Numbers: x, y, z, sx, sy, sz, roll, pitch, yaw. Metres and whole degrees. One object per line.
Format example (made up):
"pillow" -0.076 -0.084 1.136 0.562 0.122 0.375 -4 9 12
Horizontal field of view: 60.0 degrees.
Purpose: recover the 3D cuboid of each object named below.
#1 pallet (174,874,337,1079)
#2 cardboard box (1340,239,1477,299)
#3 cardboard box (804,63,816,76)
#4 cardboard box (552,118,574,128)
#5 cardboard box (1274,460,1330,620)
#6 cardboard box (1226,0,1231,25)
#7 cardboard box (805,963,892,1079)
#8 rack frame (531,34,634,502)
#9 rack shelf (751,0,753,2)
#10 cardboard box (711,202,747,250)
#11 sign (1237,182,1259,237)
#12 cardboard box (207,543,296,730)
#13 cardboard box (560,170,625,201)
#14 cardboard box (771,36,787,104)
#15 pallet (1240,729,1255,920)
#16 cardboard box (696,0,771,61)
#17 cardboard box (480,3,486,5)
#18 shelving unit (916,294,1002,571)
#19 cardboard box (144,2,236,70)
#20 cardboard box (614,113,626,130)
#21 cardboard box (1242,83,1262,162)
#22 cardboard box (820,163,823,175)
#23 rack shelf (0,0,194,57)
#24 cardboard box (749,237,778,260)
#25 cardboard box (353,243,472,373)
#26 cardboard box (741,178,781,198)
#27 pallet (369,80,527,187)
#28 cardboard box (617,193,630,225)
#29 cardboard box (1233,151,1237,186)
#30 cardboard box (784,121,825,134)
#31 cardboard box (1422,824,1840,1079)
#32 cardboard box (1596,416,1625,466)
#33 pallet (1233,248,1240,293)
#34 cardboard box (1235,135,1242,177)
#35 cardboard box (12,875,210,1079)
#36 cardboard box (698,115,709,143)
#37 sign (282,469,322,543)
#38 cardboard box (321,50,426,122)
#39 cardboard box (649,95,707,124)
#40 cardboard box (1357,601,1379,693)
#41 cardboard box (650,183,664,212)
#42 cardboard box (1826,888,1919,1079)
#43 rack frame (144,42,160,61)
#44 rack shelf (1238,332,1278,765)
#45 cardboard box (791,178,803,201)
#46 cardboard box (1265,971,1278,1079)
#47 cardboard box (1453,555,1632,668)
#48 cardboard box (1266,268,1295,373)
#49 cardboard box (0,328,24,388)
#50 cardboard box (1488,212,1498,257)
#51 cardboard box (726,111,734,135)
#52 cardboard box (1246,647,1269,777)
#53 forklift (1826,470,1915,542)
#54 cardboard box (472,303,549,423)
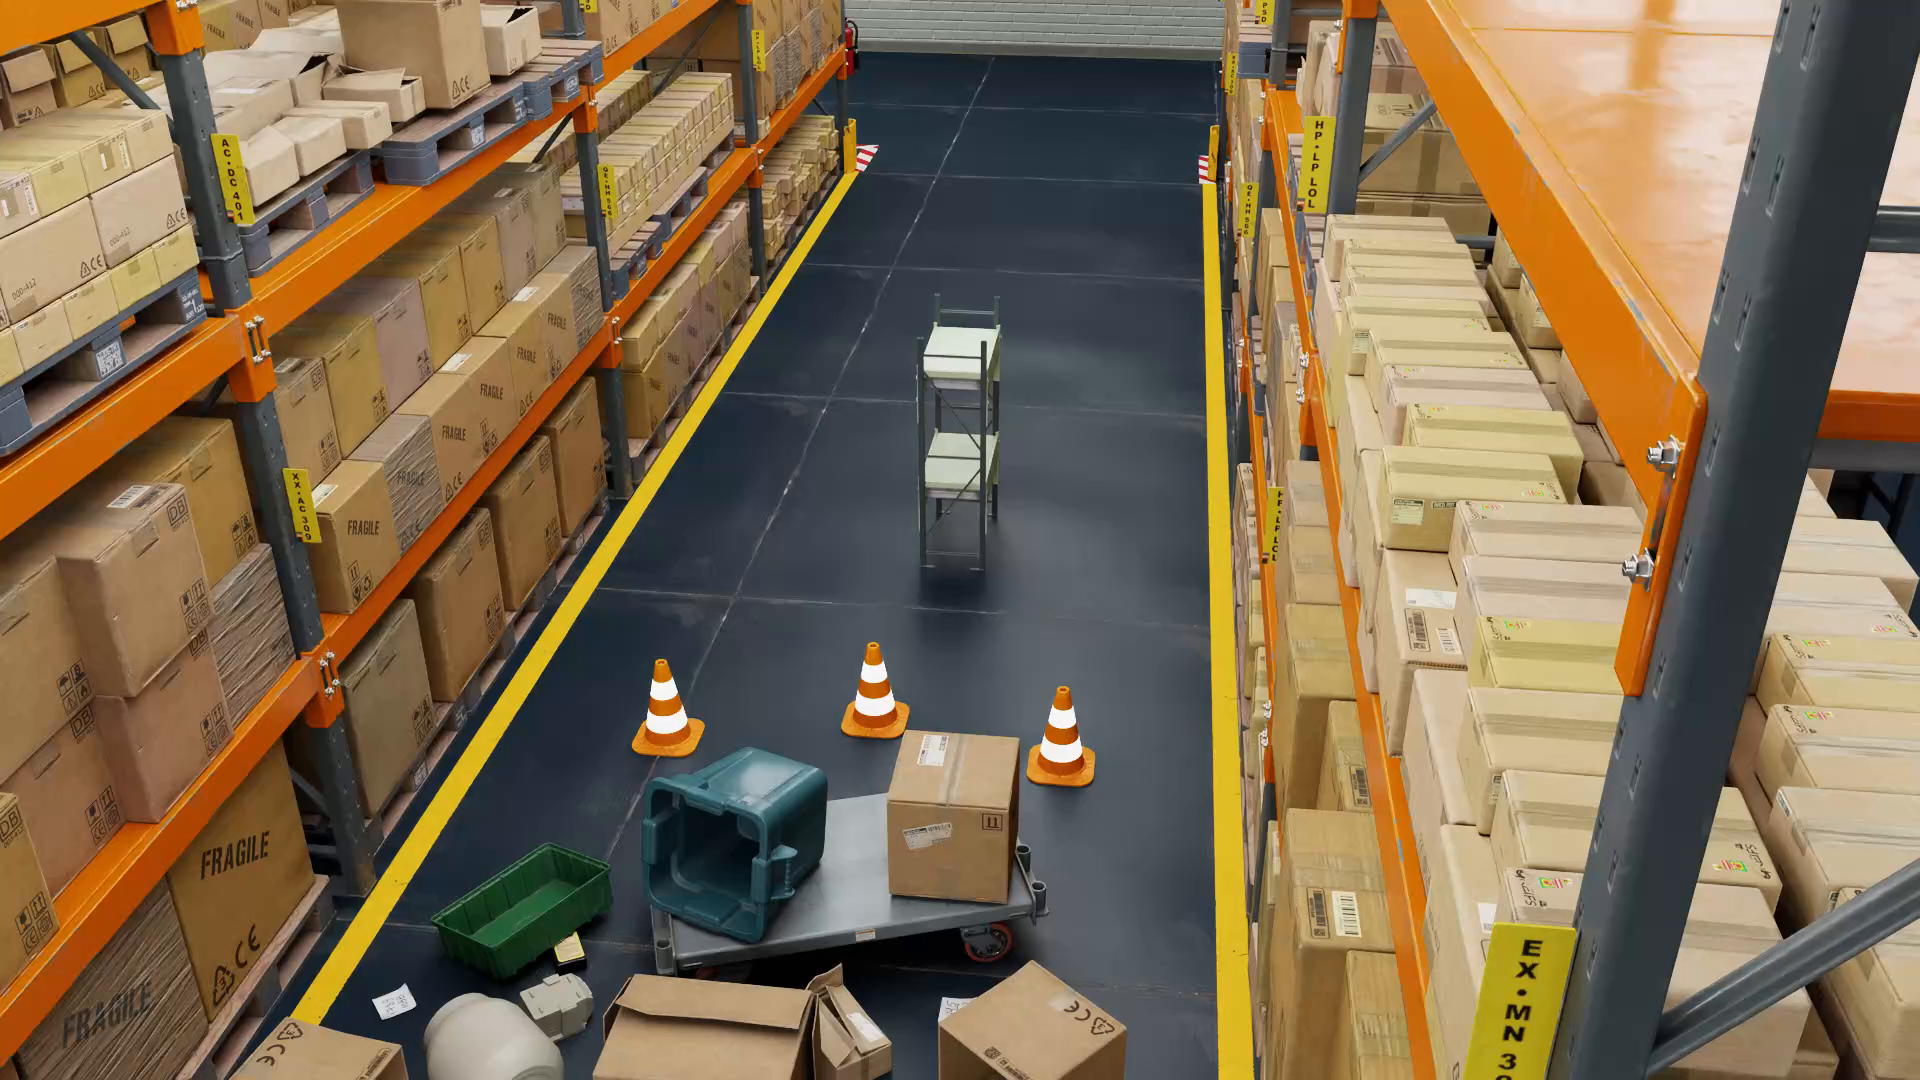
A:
"pallet" -3.346 1.830 6.922 1.003 0.211 1.213 3 28 6
"cardboard box" 1.384 -0.818 5.160 0.380 0.149 0.250 4 29 8
"cardboard box" -1.618 -4.641 16.259 0.380 0.149 0.250 2 28 4
"cardboard box" -2.887 -2.958 12.065 0.380 0.149 0.250 4 29 8
"cardboard box" 1.481 0.069 5.779 0.700 0.500 0.500 3 28 6
"cardboard box" 2.822 -5.190 15.854 0.500 0.500 0.500 3 28 5
"cardboard box" -0.480 1.952 6.639 0.258 0.266 0.396 -17 33 -29
"rack frame" -2.685 -1.634 10.412 1.000 3.000 0.127 3 28 6
"rack shelf" -1.950 -5.462 15.113 1.077 0.370 4.000 3 28 6
"cardboard box" -2.036 -2.566 13.544 0.500 0.250 0.500 3 28 5
"sign" 1.689 -1.934 9.748 0.100 0.325 0.005 3 28 6
"cardboard box" -3.209 0.358 6.558 0.875 0.550 0.550 3 28 6
"cardboard box" -2.406 -2.303 10.849 0.380 0.149 0.250 3 28 5
"cardboard box" -1.831 -4.143 14.651 0.500 0.500 0.500 3 28 6
"pallet" 1.844 1.350 7.813 1.003 0.211 1.213 3 28 6
"cardboard box" -1.898 -4.330 13.943 0.500 0.500 0.500 4 29 7
"cardboard box" -2.885 -2.925 9.362 0.380 0.149 0.250 2 28 4
"shelving unit" -0.001 -0.657 10.181 0.431 1.500 0.755 3 28 6
"cardboard box" -6.793 -4.458 14.708 0.500 0.500 0.500 3 28 6
"cardboard box" -2.792 -3.197 12.822 0.380 0.149 0.250 2 28 4
"cardboard box" 2.235 -2.849 11.509 0.500 0.500 0.500 3 28 5
"cardboard box" -1.611 -3.823 17.039 0.380 0.149 0.250 3 28 6
"rack shelf" -3.420 -0.958 4.012 1.077 0.370 4.000 3 28 6
"cardboard box" -1.832 -2.599 14.767 0.380 0.149 0.250 2 28 4
"cardboard box" -2.934 -1.187 8.423 0.700 0.500 0.500 3 28 6
"cardboard box" -1.863 -3.230 15.312 0.380 0.149 0.250 3 28 5
"pallet" -2.846 -2.038 8.199 1.003 0.211 1.213 5 29 9
"cardboard box" -2.396 -2.182 10.939 0.380 0.149 0.250 5 29 9
"cardboard box" 2.352 -2.775 12.688 0.500 0.250 0.500 3 28 5
"cardboard box" -1.606 -4.212 17.134 0.380 0.149 0.250 4 29 7
"cardboard box" 1.055 0.730 2.706 0.500 0.250 0.500 3 28 6
"cardboard box" 1.835 -0.295 4.189 0.380 0.149 0.250 4 29 7
"pallet" 2.901 -2.402 14.778 1.003 0.211 1.213 3 28 6
"cardboard box" 2.272 -2.757 12.127 0.500 0.250 0.500 4 29 7
"cardboard box" -3.429 1.716 5.991 0.875 0.875 0.875 4 29 7
"cardboard box" -2.141 -3.153 12.741 0.380 0.149 0.250 2 28 5
"sign" -2.624 -0.135 6.634 0.100 0.325 0.005 3 28 6
"cardboard box" -2.736 -2.109 7.726 0.396 0.266 0.258 3 28 6
"cardboard box" -2.148 -3.281 12.664 0.380 0.149 0.250 3 28 6
"cardboard box" 1.170 0.253 4.013 0.380 0.149 0.250 3 28 6
"cardboard box" -2.303 -2.413 11.680 0.380 0.149 0.250 4 29 8
"cardboard box" 1.506 0.656 2.424 0.380 0.149 0.250 3 28 6
"rack frame" -7.105 -3.852 14.530 1.000 3.000 0.127 3 28 6
"rack shelf" 1.995 -0.135 8.389 1.077 0.370 4.000 3 28 6
"cardboard box" -1.710 -3.340 15.829 0.380 0.149 0.250 3 28 6
"cardboard box" 1.356 1.700 5.890 0.500 0.500 0.500 4 29 8
"cardboard box" 1.210 0.163 3.338 0.380 0.149 0.250 3 28 6
"cardboard box" 1.840 -1.059 8.483 0.500 0.500 0.500 4 29 7
"cardboard box" -3.027 -0.521 4.902 0.380 0.149 0.250 4 29 7
"cardboard box" 2.219 -1.202 6.163 0.500 0.250 0.500 3 28 5
"cardboard box" -2.047 -3.392 13.498 0.380 0.149 0.250 3 28 5
"cardboard box" 1.896 0.876 8.082 0.950 0.372 0.625 5 29 9
"forklift" 4.733 -0.922 9.163 1.130 2.935 3.031 3 28 5
"cardboard box" -2.598 -0.980 9.093 0.500 0.500 0.500 3 28 5
